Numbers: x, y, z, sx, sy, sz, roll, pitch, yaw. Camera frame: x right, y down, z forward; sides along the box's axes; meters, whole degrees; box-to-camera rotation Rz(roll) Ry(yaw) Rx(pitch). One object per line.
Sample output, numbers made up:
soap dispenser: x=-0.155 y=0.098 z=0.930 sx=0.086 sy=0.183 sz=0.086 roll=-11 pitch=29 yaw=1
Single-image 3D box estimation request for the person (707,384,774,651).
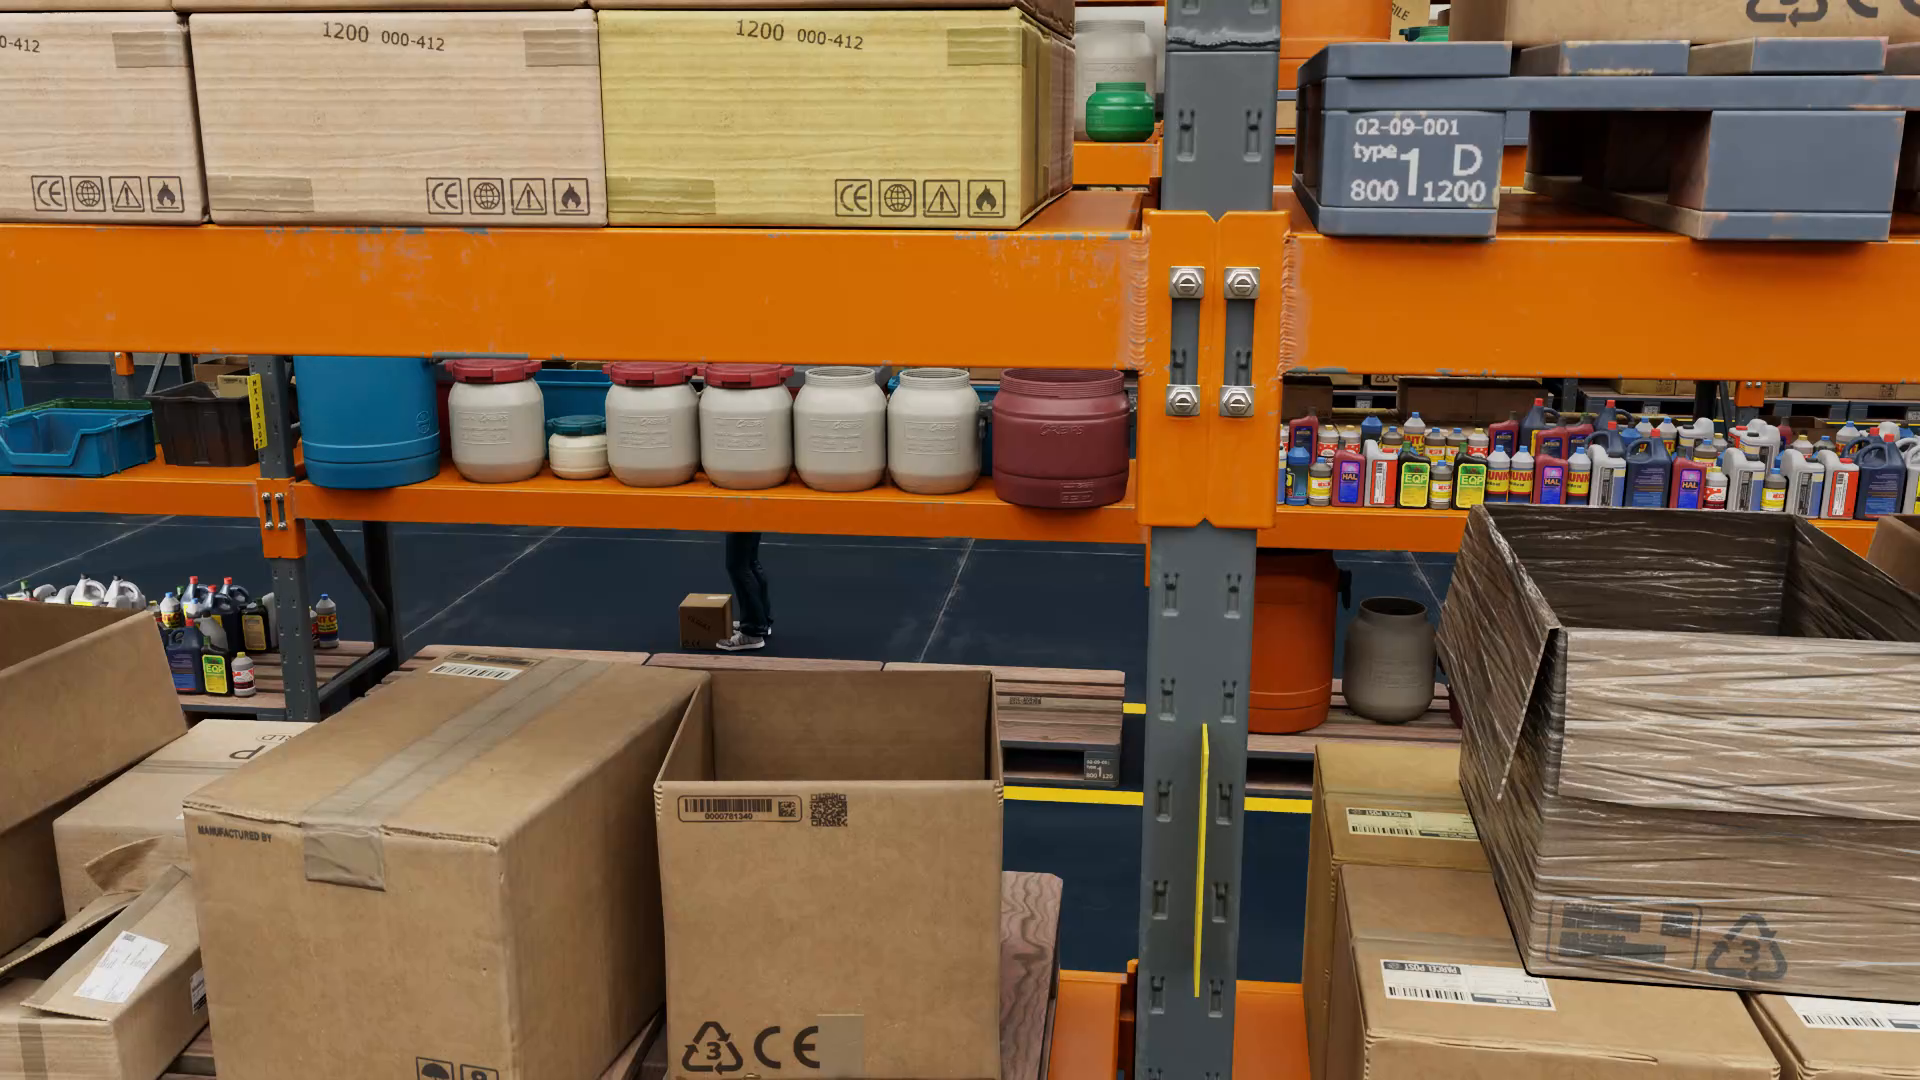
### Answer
person: x=-1.198 y=-0.185 z=9.246 sx=0.347 sy=1.593 sz=0.459 roll=2 pitch=15 yaw=6
